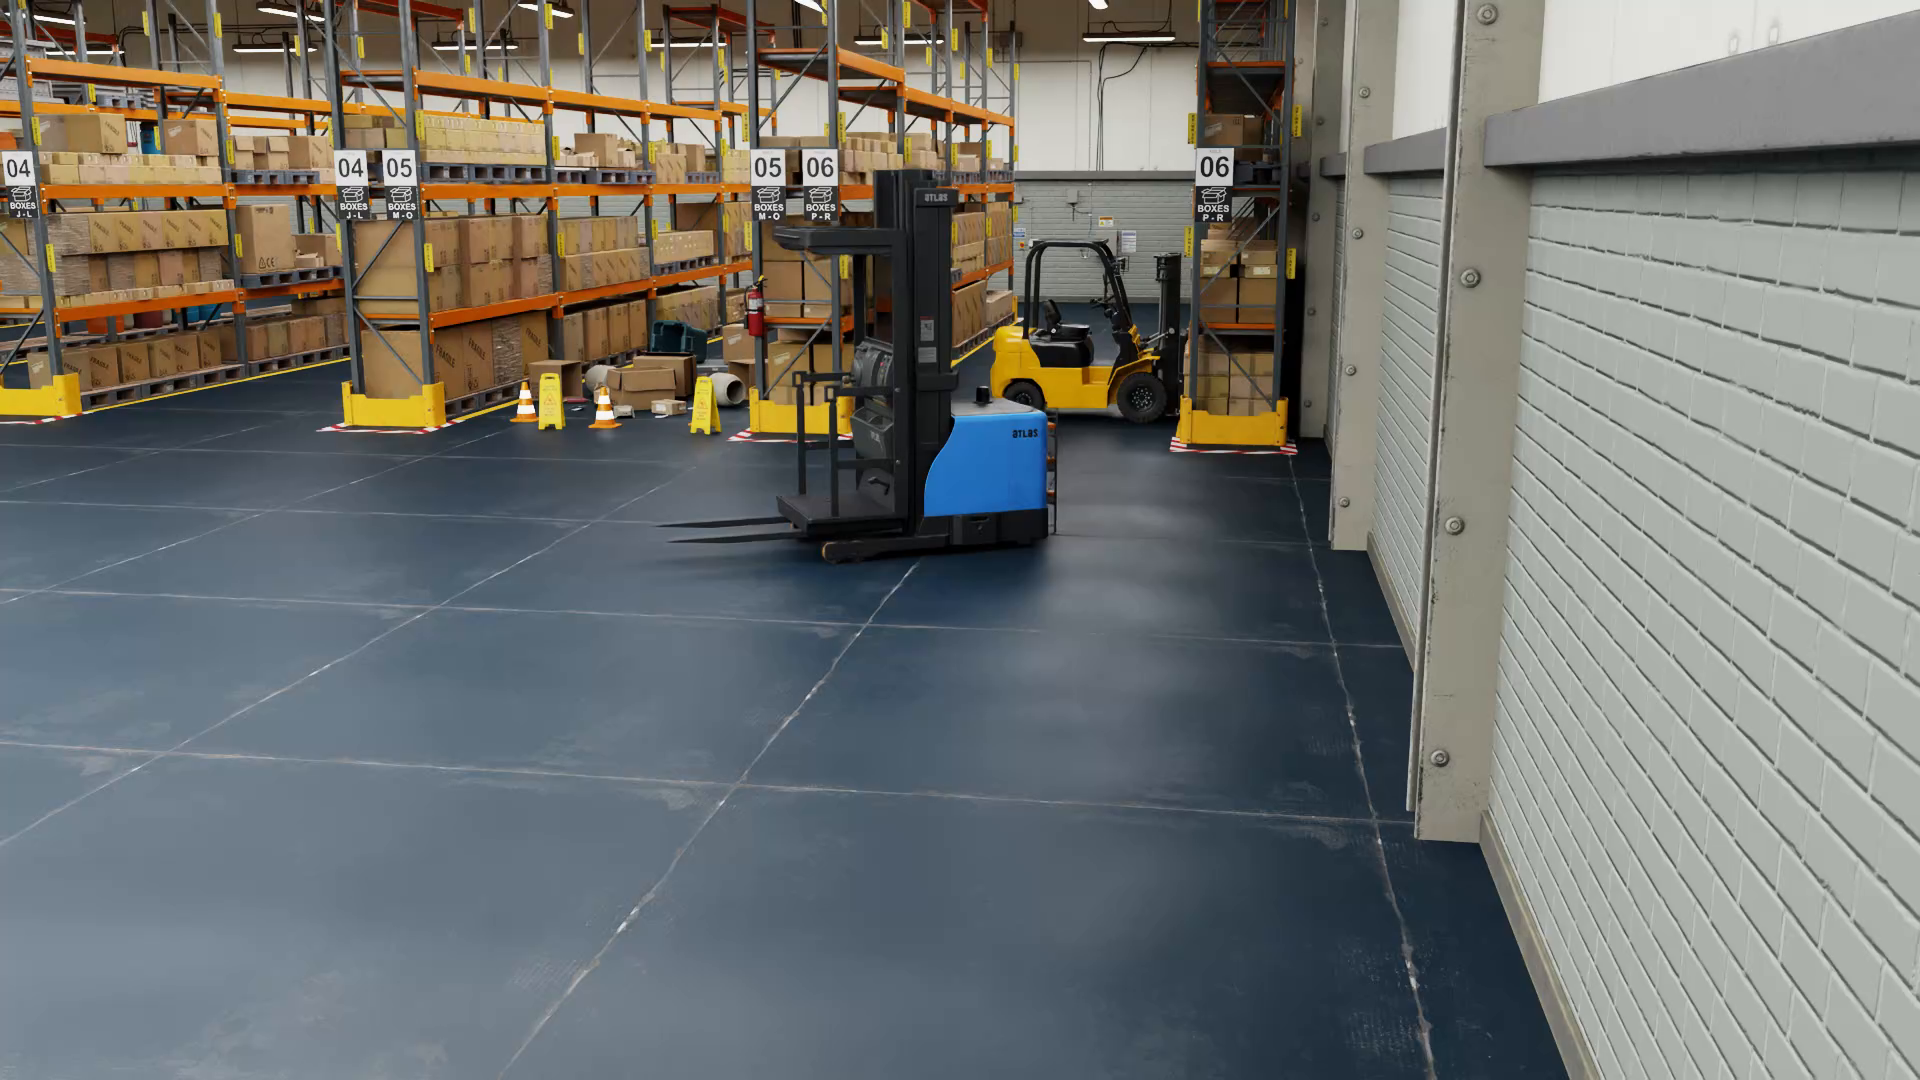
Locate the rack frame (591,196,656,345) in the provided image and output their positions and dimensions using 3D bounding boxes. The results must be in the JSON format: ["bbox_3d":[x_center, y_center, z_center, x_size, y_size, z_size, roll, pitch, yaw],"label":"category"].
[{"bbox_3d":[-5.535,-4.527,27.379,1.000,3.000,0.127,2,12,9],"label":"rack frame"}]

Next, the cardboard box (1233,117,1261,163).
[{"bbox_3d":[3.130,-4.642,19.320,0.700,0.500,0.500,2,12,9],"label":"cardboard box"}]

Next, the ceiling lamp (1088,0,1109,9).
[{"bbox_3d":[2.591,-10.743,28.127,0.800,3.185,2.000,2,12,9],"label":"ceiling lamp"}]

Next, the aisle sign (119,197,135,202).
[{"bbox_3d":[-18.665,-7.971,37.189,0.394,0.787,0.004,2,12,9],"label":"aisle sign"}]

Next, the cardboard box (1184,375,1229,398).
[{"bbox_3d":[2.812,-1.779,18.972,0.500,0.250,0.500,2,12,8],"label":"cardboard box"}]

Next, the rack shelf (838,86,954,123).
[{"bbox_3d":[-0.936,-6.357,24.287,1.077,0.370,4.000,2,12,9],"label":"rack shelf"}]

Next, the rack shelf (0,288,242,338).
[{"bbox_3d":[-11.344,-3.108,22.503,1.077,0.370,4.000,2,12,9],"label":"rack shelf"}]

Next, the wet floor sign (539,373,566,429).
[{"bbox_3d":[-4.814,-1.641,19.574,0.267,0.644,0.232,0,12,-1],"label":"wet floor sign"}]

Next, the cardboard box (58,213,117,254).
[{"bbox_3d":[-11.213,-3.936,21.320,0.500,0.500,0.500,2,12,9],"label":"cardboard box"}]

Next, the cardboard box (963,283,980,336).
[{"bbox_3d":[-0.161,-4.067,29.291,0.875,0.875,0.875,2,12,10],"label":"cardboard box"}]

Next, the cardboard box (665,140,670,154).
[{"bbox_3d":[-5.121,-6.653,28.072,0.396,0.266,0.258,2,12,9],"label":"cardboard box"}]

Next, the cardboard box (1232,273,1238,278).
[{"bbox_3d":[2.951,-2.830,19.266,0.500,0.500,0.500,2,12,10],"label":"cardboard box"}]

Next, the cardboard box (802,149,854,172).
[{"bbox_3d":[-1.519,-4.357,19.119,0.500,0.250,0.500,2,12,8],"label":"cardboard box"}]

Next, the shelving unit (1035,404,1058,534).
[{"bbox_3d":[0.657,-0.583,13.705,0.215,1.050,0.252,-4,13,-20],"label":"shelving unit"}]

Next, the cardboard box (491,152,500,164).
[{"bbox_3d":[-6.125,-4.888,21.297,0.380,0.149,0.250,2,12,8],"label":"cardboard box"}]

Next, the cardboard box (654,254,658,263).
[{"bbox_3d":[-5.267,-4.696,27.763,0.380,0.149,0.250,2,12,8],"label":"cardboard box"}]

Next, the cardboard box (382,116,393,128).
[{"bbox_3d":[-7.009,-4.982,19.841,0.380,0.149,0.250,2,12,9],"label":"cardboard box"}]

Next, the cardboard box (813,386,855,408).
[{"bbox_3d":[-1.462,-1.742,19.988,0.500,0.250,0.500,2,12,8],"label":"cardboard box"}]

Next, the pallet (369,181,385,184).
[{"bbox_3d":[-10.374,-6.218,28.556,1.213,0.211,1.003,2,12,11],"label":"pallet"}]

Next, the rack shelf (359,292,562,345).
[{"bbox_3d":[-6.458,-2.926,21.659,1.077,0.370,4.000,2,12,9],"label":"rack shelf"}]

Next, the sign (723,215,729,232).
[{"bbox_3d":[-4.371,-5.908,31.041,0.100,0.325,0.005,2,12,9],"label":"sign"}]

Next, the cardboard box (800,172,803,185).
[{"bbox_3d":[-2.000,-4.256,19.599,0.380,0.149,0.250,2,12,10],"label":"cardboard box"}]

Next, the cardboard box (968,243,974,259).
[{"bbox_3d":[-0.046,-4.972,28.615,0.500,0.250,0.500,2,12,10],"label":"cardboard box"}]

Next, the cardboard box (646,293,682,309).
[{"bbox_3d":[-5.112,-4.118,28.639,0.500,0.250,0.500,2,12,8],"label":"cardboard box"}]

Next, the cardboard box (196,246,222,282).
[{"bbox_3d":[-11.166,-3.979,23.891,0.875,0.500,0.500,2,12,9],"label":"cardboard box"}]

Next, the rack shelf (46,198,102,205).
[{"bbox_3d":[-15.622,-5.567,26.795,1.077,0.370,4.000,2,12,9],"label":"rack shelf"}]

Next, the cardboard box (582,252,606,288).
[{"bbox_3d":[-5.647,-4.053,24.943,0.500,0.500,0.500,2,12,8],"label":"cardboard box"}]

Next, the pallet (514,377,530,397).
[{"bbox_3d":[-6.345,-2.175,23.086,1.003,0.211,1.213,2,12,9],"label":"pallet"}]

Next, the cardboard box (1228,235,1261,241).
[{"bbox_3d":[4.510,-4.584,26.409,0.500,0.500,0.500,2,12,11],"label":"cardboard box"}]

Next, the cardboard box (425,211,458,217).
[{"bbox_3d":[-9.896,-5.947,31.352,0.797,0.503,0.637,2,12,7],"label":"cardboard box"}]

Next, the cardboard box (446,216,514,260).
[{"bbox_3d":[-6.430,-3.994,21.985,0.875,0.550,0.550,2,12,9],"label":"cardboard box"}]

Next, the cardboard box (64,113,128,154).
[{"bbox_3d":[-11.156,-5.249,21.478,0.500,0.500,0.500,2,12,8],"label":"cardboard box"}]

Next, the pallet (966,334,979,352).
[{"bbox_3d":[-0.243,-3.439,28.951,1.003,0.211,1.213,2,12,9],"label":"pallet"}]

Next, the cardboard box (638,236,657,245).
[{"bbox_3d":[-5.272,-4.991,27.720,0.380,0.149,0.250,2,12,9],"label":"cardboard box"}]

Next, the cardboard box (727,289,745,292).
[{"bbox_3d":[-4.645,-5.135,34.561,0.380,0.149,0.250,2,12,10],"label":"cardboard box"}]

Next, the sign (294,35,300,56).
[{"bbox_3d":[-10.970,-8.193,27.555,0.100,0.325,0.005,2,12,9],"label":"sign"}]

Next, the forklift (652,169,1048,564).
[{"bbox_3d":[-0.869,-1.379,12.933,3.031,2.935,1.130,-4,13,-19],"label":"forklift"}]

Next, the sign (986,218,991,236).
[{"bbox_3d":[0.524,-5.732,30.410,0.100,0.325,0.005,2,12,9],"label":"sign"}]

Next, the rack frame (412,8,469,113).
[{"bbox_3d":[-9.806,-8.474,31.454,1.000,3.000,0.127,2,12,9],"label":"rack frame"}]

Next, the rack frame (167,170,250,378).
[{"bbox_3d":[-11.036,-3.876,24.359,1.000,3.000,0.127,2,12,9],"label":"rack frame"}]

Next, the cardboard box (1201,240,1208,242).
[{"bbox_3d":[3.319,-3.850,21.753,0.380,0.149,0.250,2,12,10],"label":"cardboard box"}]

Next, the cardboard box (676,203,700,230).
[{"bbox_3d":[-5.115,-6.149,31.590,0.500,0.500,0.500,1,12,7],"label":"cardboard box"}]

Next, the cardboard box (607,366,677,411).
[{"bbox_3d":[-4.091,-1.950,21.345,0.797,0.503,0.637,-7,14,-30],"label":"cardboard box"}]

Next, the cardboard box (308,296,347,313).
[{"bbox_3d":[-10.494,-3.928,27.709,0.500,0.250,0.500,2,12,11],"label":"cardboard box"}]

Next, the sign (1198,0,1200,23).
[{"bbox_3d":[3.123,-6.838,21.457,0.100,0.325,0.005,2,12,9],"label":"sign"}]

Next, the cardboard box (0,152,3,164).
[{"bbox_3d":[-11.917,-4.699,20.468,0.380,0.149,0.250,2,12,9],"label":"cardboard box"}]

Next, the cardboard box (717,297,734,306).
[{"bbox_3d":[-4.562,-4.582,31.995,0.380,0.149,0.250,3,12,11],"label":"cardboard box"}]

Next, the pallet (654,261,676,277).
[{"bbox_3d":[-5.531,-4.585,28.104,1.213,0.211,1.003,2,12,9],"label":"pallet"}]

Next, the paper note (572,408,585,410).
[{"bbox_3d":[-4.853,-1.672,21.184,0.144,0.017,0.142,7,14,28],"label":"paper note"}]

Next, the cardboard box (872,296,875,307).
[{"bbox_3d":[-1.218,-3.037,21.061,0.380,0.149,0.250,2,12,9],"label":"cardboard box"}]

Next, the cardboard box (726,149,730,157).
[{"bbox_3d":[-4.561,-7.300,31.351,0.380,0.149,0.250,1,12,6],"label":"cardboard box"}]
